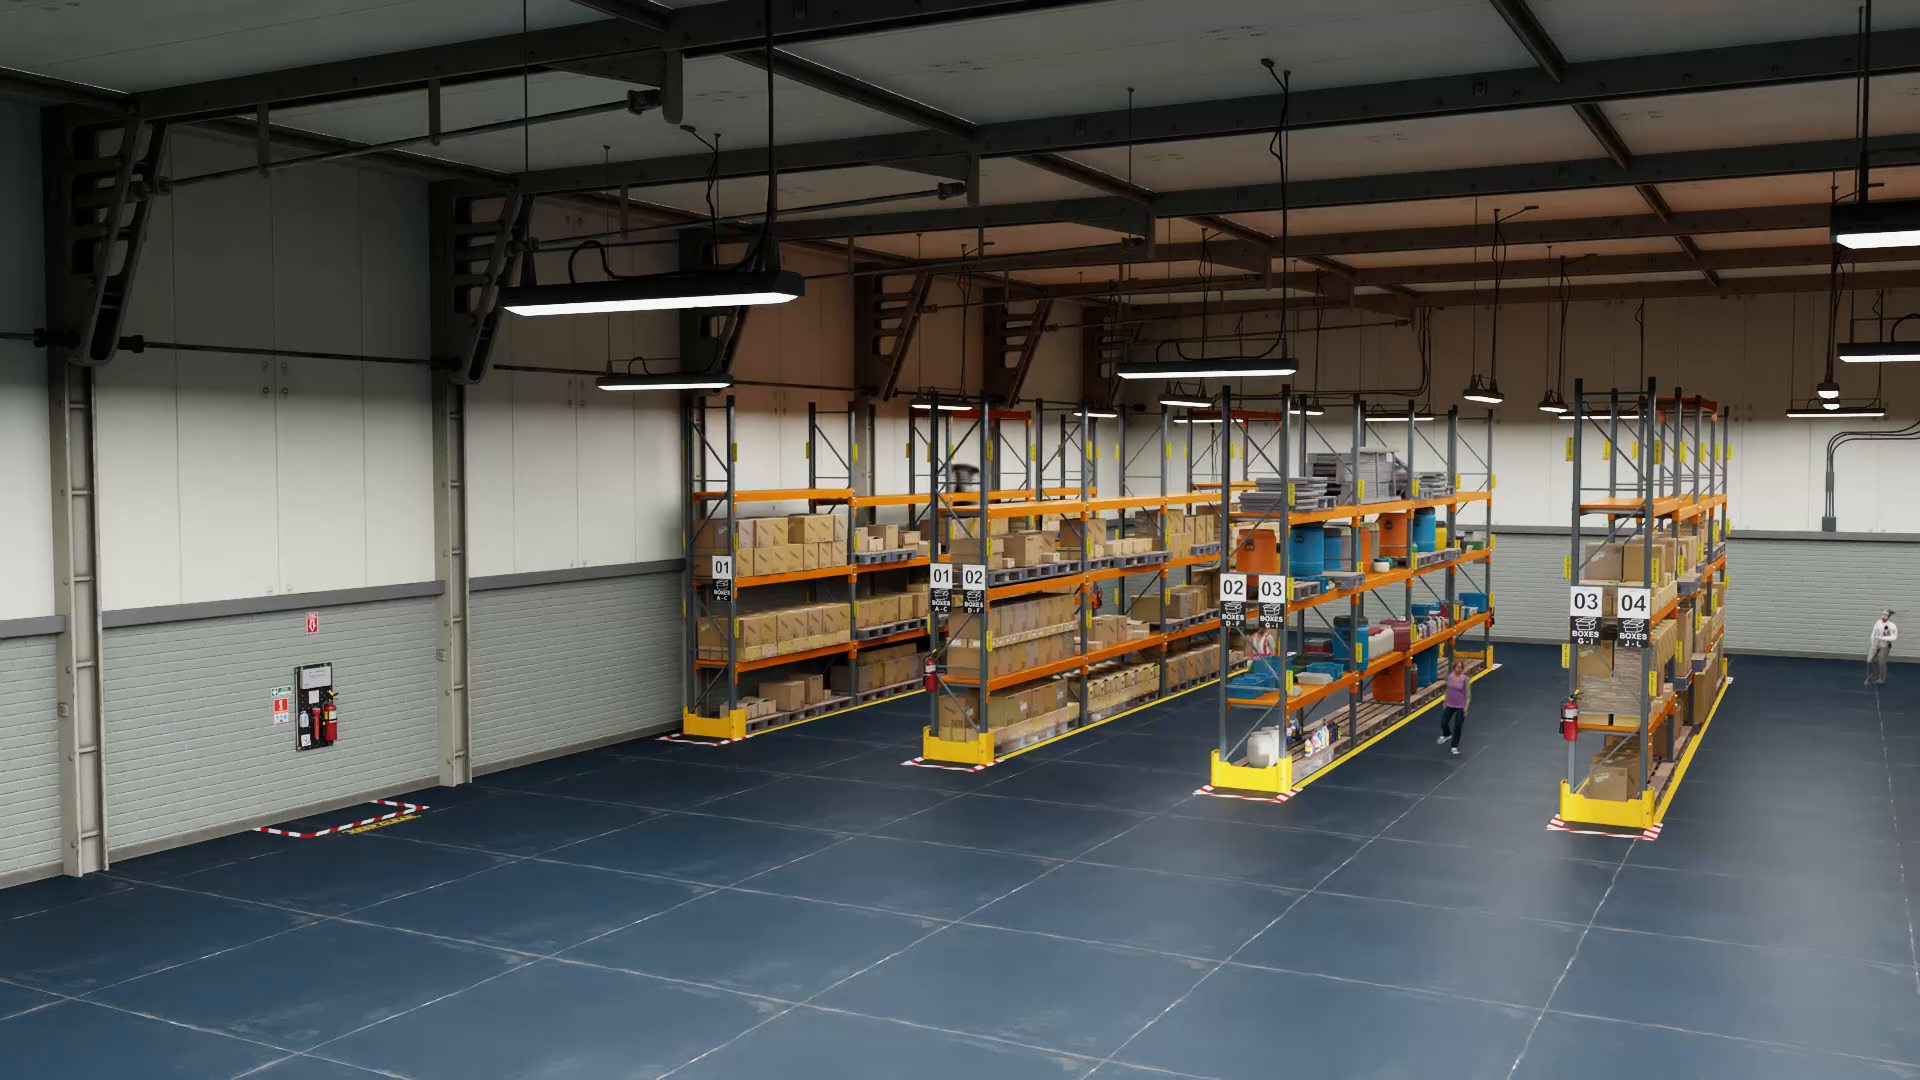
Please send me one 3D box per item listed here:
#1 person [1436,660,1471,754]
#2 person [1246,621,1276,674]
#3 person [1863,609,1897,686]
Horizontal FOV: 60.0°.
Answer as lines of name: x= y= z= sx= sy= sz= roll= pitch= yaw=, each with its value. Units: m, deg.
person: x=8.214 y=2.764 z=27.665 sx=0.655 sy=1.563 sz=0.512 roll=2 pitch=4 yaw=38
person: x=5.911 y=2.407 z=32.487 sx=0.717 sy=1.755 sz=0.679 roll=2 pitch=4 yaw=39
person: x=19.768 y=2.314 z=35.593 sx=0.654 sy=1.730 sz=0.636 roll=-2 pitch=4 yaw=-36
